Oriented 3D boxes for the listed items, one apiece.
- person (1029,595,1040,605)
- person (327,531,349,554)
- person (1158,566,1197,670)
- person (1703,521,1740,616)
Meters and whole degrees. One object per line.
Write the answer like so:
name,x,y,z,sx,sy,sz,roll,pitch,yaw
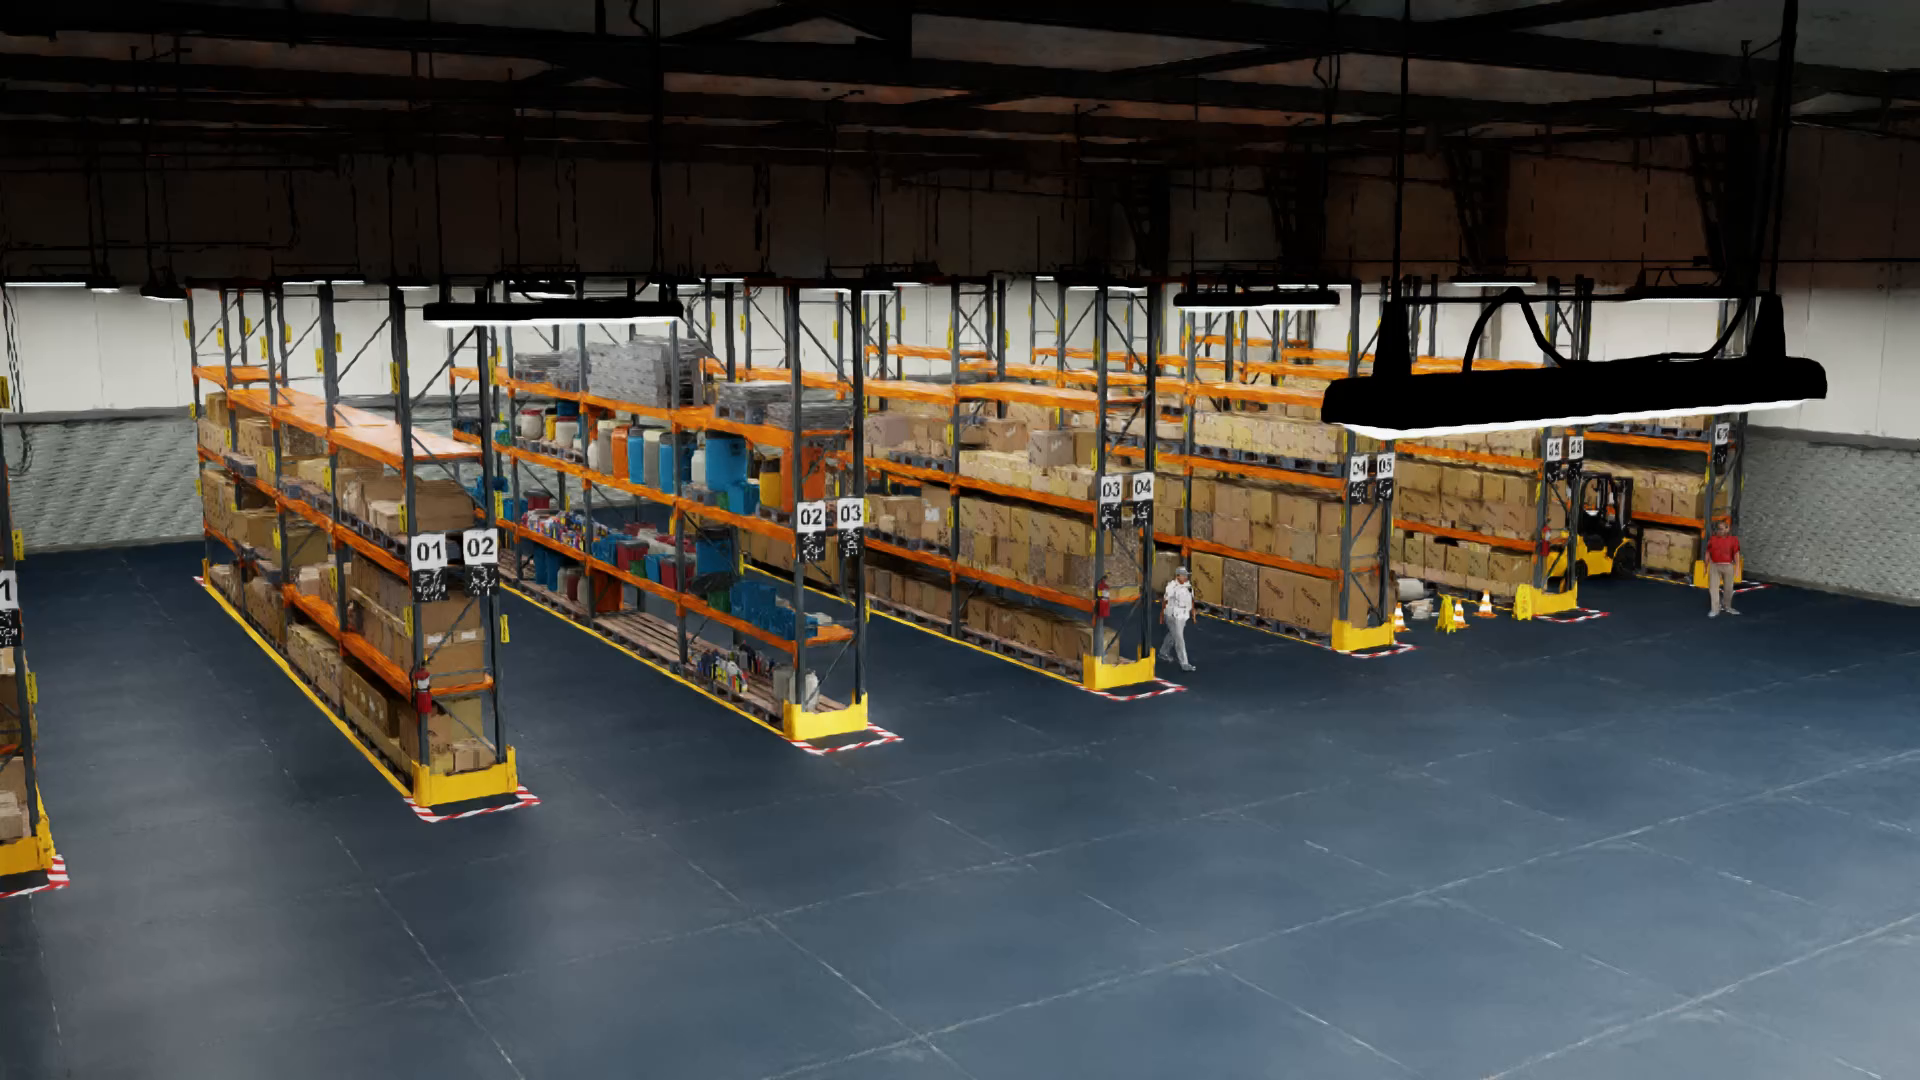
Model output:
person,1.644,0.360,29.303,0.815,1.607,0.638,8,12,40
person,-12.108,0.035,32.402,0.416,1.770,0.689,-7,12,-36
person,3.445,1.190,26.079,0.492,1.605,0.991,-7,12,-34
person,13.721,0.504,29.896,0.652,1.716,0.559,5,11,29
